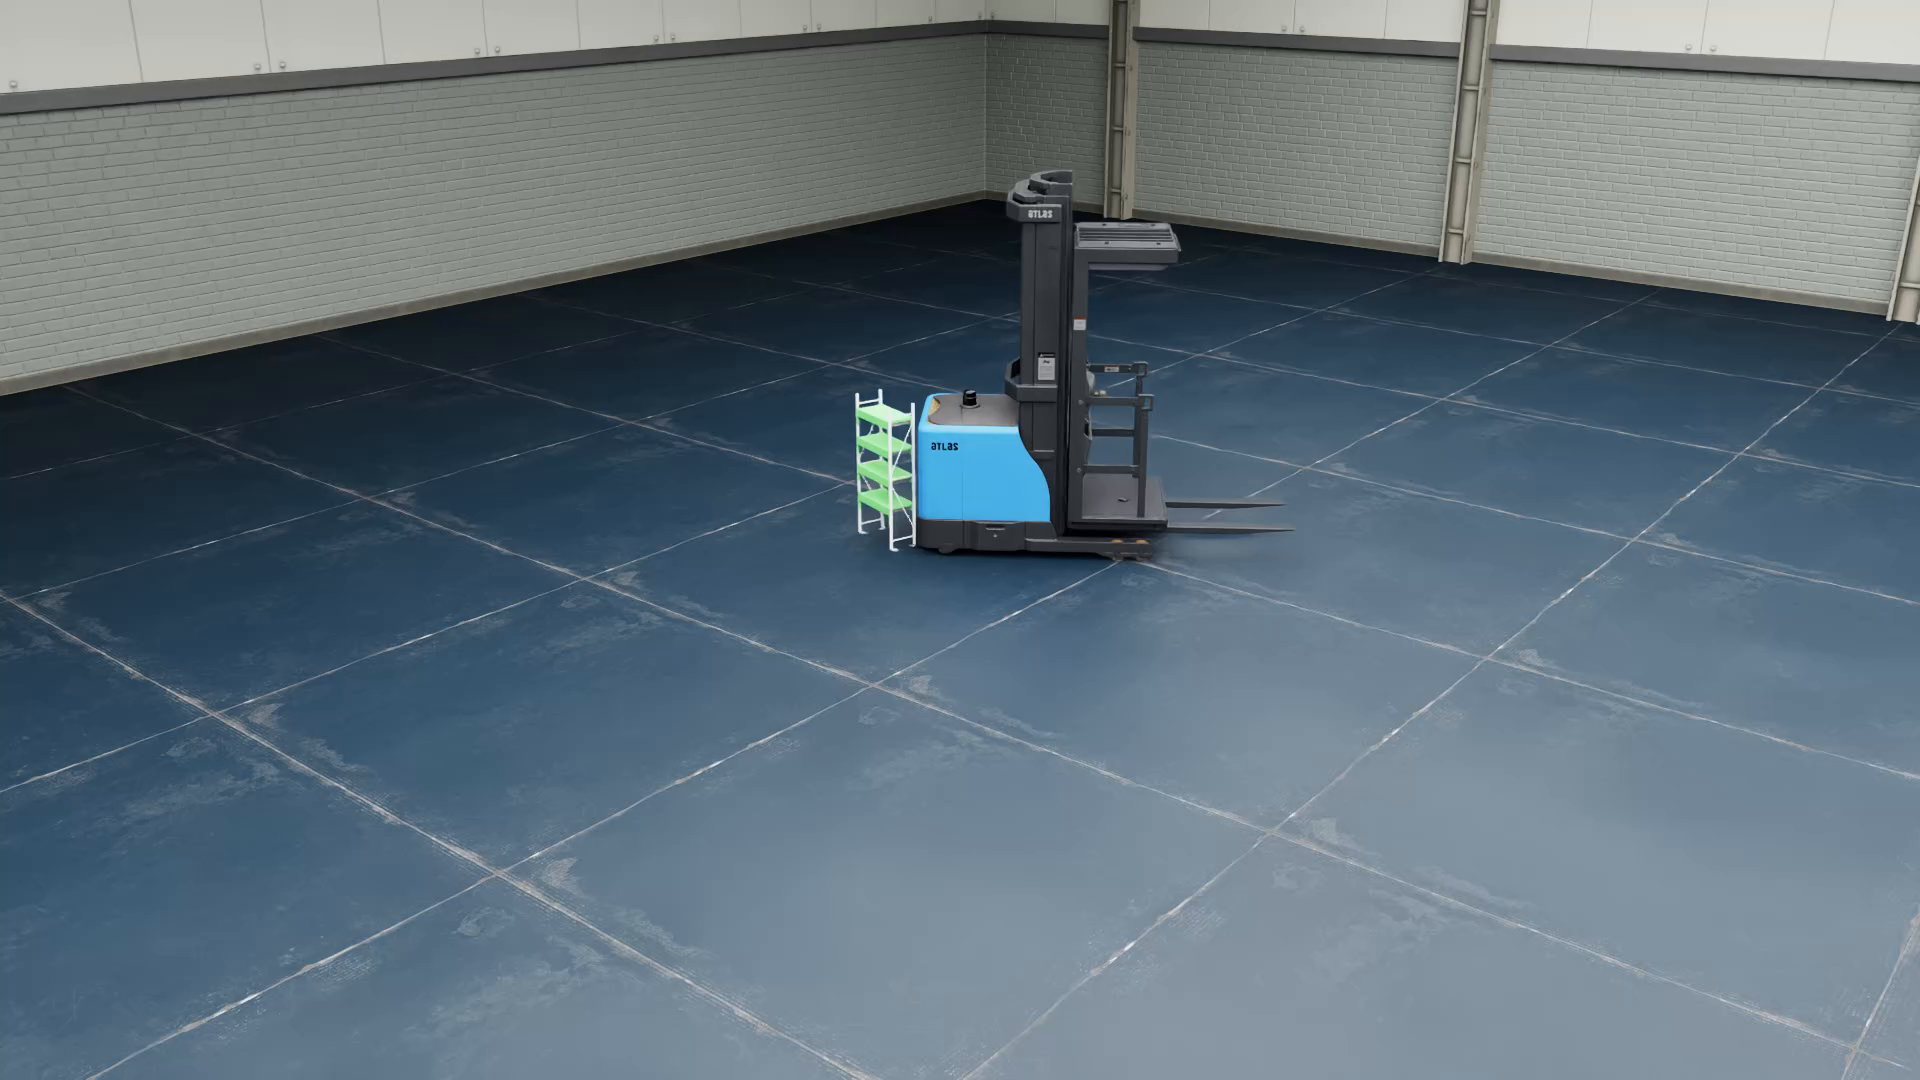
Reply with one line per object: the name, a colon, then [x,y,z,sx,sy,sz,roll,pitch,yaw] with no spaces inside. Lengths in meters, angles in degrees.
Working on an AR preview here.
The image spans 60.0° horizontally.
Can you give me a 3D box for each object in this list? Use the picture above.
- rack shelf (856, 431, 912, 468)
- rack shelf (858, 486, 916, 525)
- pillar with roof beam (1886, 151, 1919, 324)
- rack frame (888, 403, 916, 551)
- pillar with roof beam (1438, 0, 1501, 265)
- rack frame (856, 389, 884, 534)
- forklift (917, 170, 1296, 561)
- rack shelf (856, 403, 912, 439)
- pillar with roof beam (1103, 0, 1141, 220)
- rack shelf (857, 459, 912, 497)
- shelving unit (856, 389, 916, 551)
rack shelf: [-0.601,-0.733,13.411,0.258,0.148,0.480,-14,25,-32]
rack shelf: [-0.601,-0.284,13.581,0.258,0.148,0.480,-14,25,-32]
pillar with roof beam: [9.250,-5.817,16.340,0.400,9.000,9.100,16,26,36]
rack frame: [-0.463,-0.497,13.285,0.240,1.200,0.015,-14,25,-32]
pillar with roof beam: [4.602,-7.155,19.889,0.400,9.000,9.100,16,26,36]
rack frame: [-0.738,-0.639,13.662,0.240,1.200,0.015,-14,25,-32]
forklift: [1.192,-1.397,13.218,3.031,2.935,1.130,1,21,3]
rack shelf: [-0.601,-0.957,13.327,0.258,0.148,0.480,-14,25,-32]
pillar with roof beam: [-0.047,-8.494,23.439,0.400,9.000,9.100,16,26,36]
rack shelf: [-0.601,-0.508,13.496,0.258,0.148,0.480,-14,25,-32]
shelving unit: [-0.601,-0.568,13.474,0.258,1.200,0.503,-14,25,-32]
